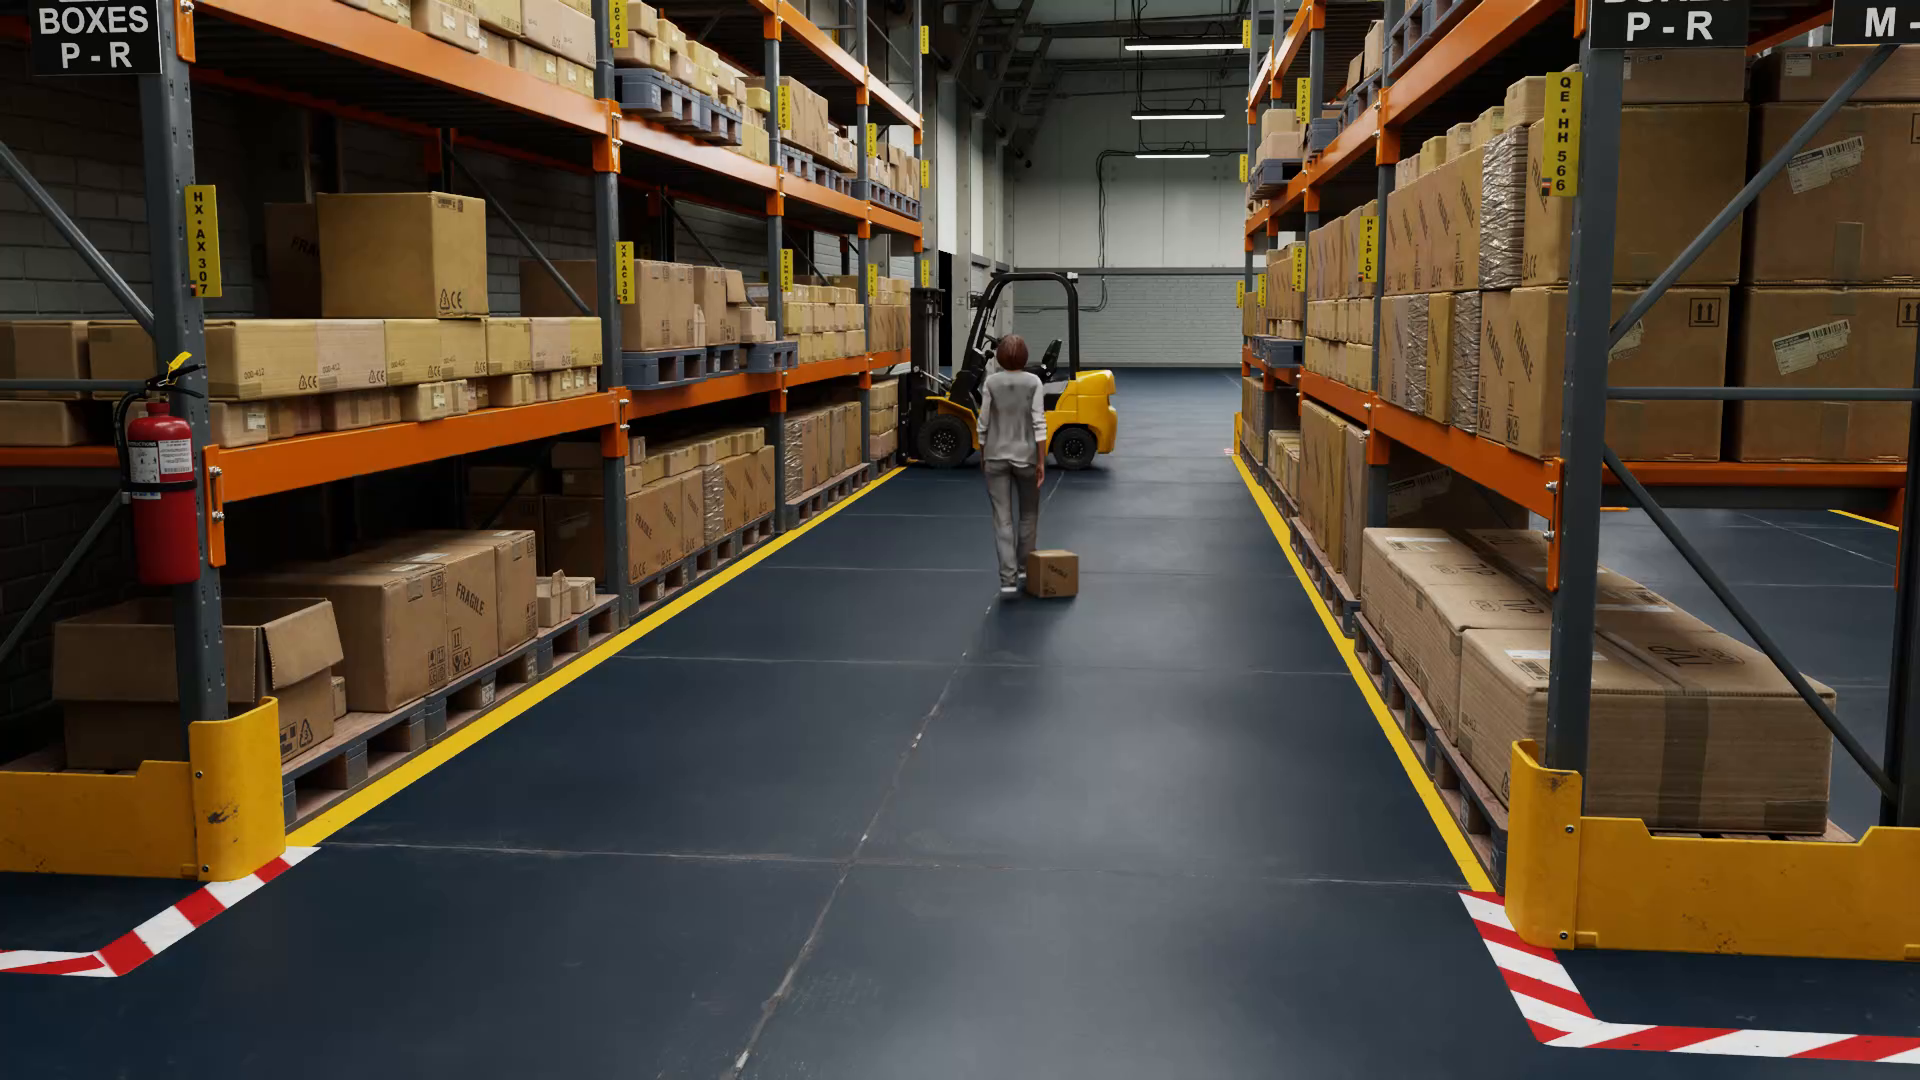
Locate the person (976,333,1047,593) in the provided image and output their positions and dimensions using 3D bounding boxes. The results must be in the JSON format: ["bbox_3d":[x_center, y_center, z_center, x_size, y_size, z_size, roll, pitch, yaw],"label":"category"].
[{"bbox_3d":[0.313,-0.454,10.192,0.427,1.617,0.755,0,8,0],"label":"person"}]
